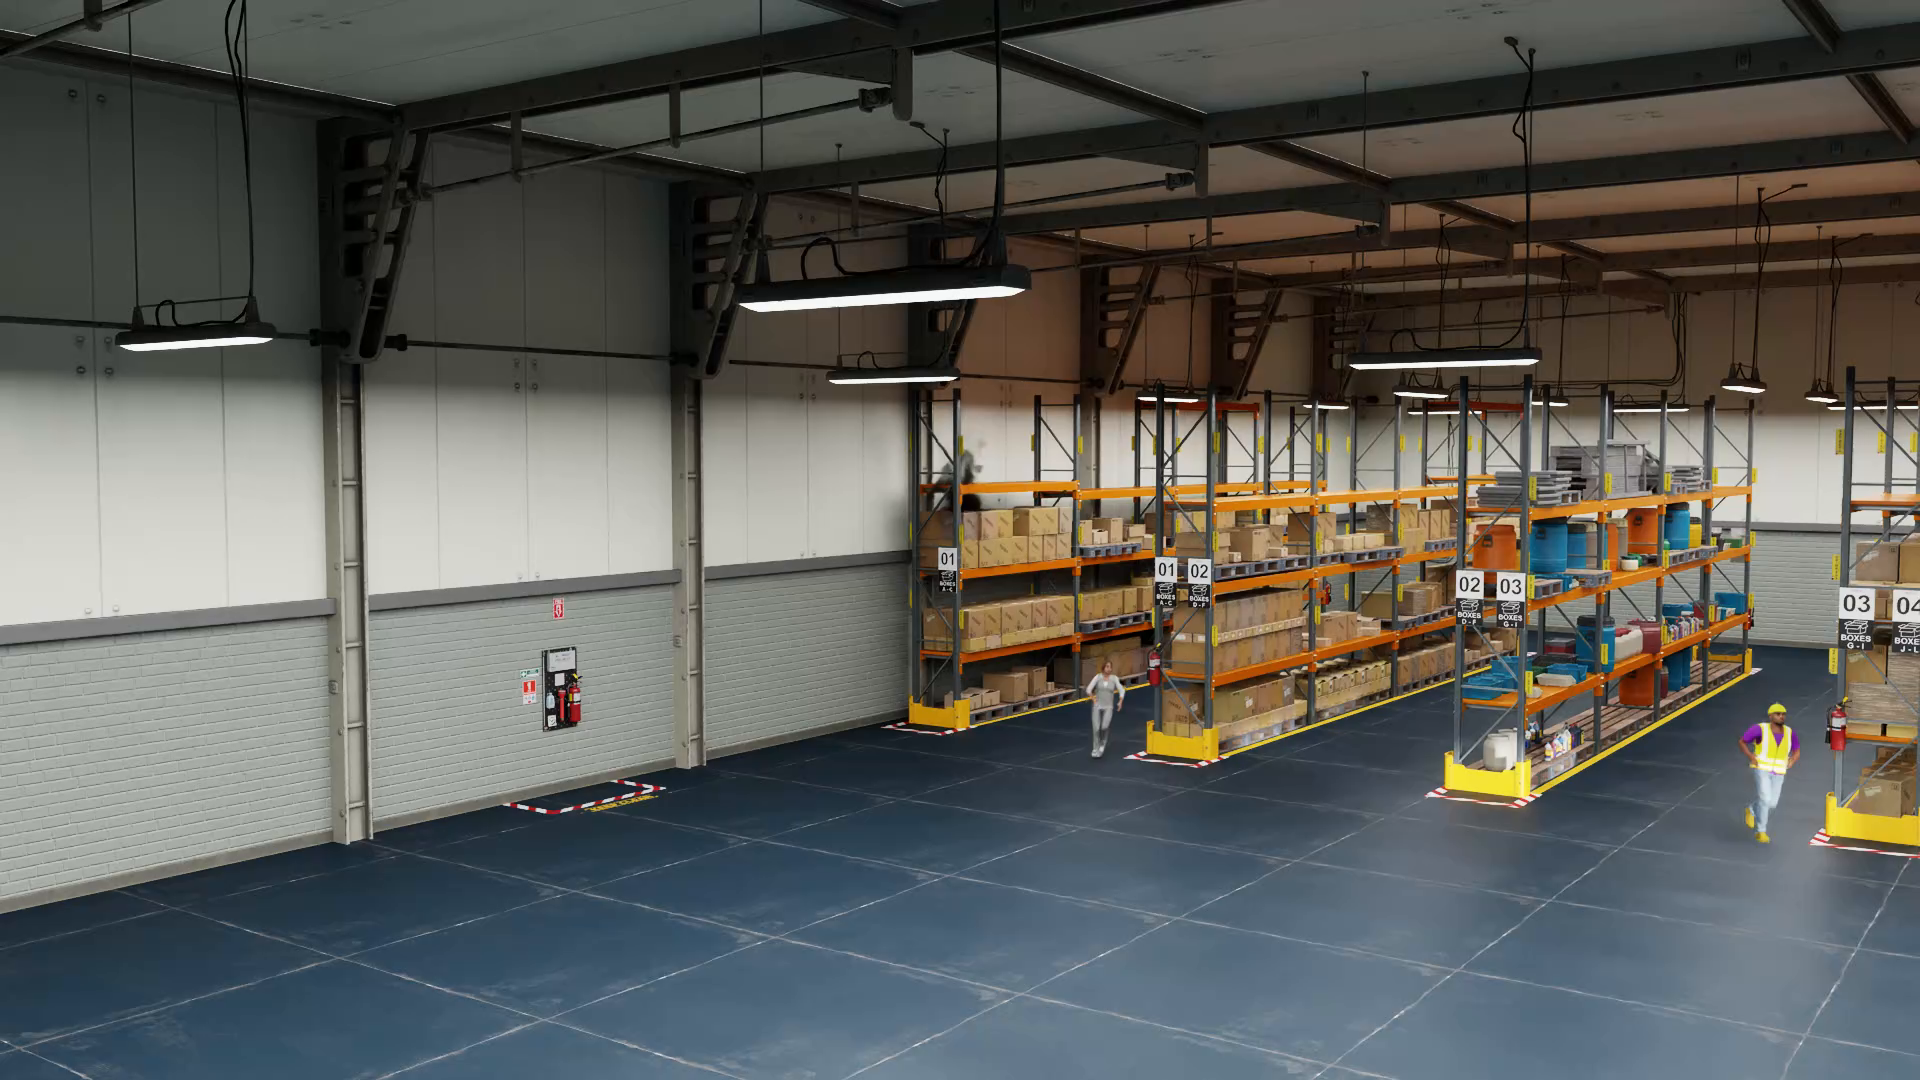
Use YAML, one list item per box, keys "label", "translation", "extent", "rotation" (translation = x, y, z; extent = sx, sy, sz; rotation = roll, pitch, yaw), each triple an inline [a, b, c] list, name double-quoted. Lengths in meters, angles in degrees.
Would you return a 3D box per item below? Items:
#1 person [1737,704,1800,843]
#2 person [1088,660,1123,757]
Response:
- label: "person"
  translation: [10.340, 2.948, 21.248]
  extent: [0.746, 1.736, 0.765]
  rotation: [0, 3, 5]
- label: "person"
  translation: [1.980, 2.538, 29.508]
  extent: [2.036, 1.556, 6.208]
  rotation: [0, 3, 8]
